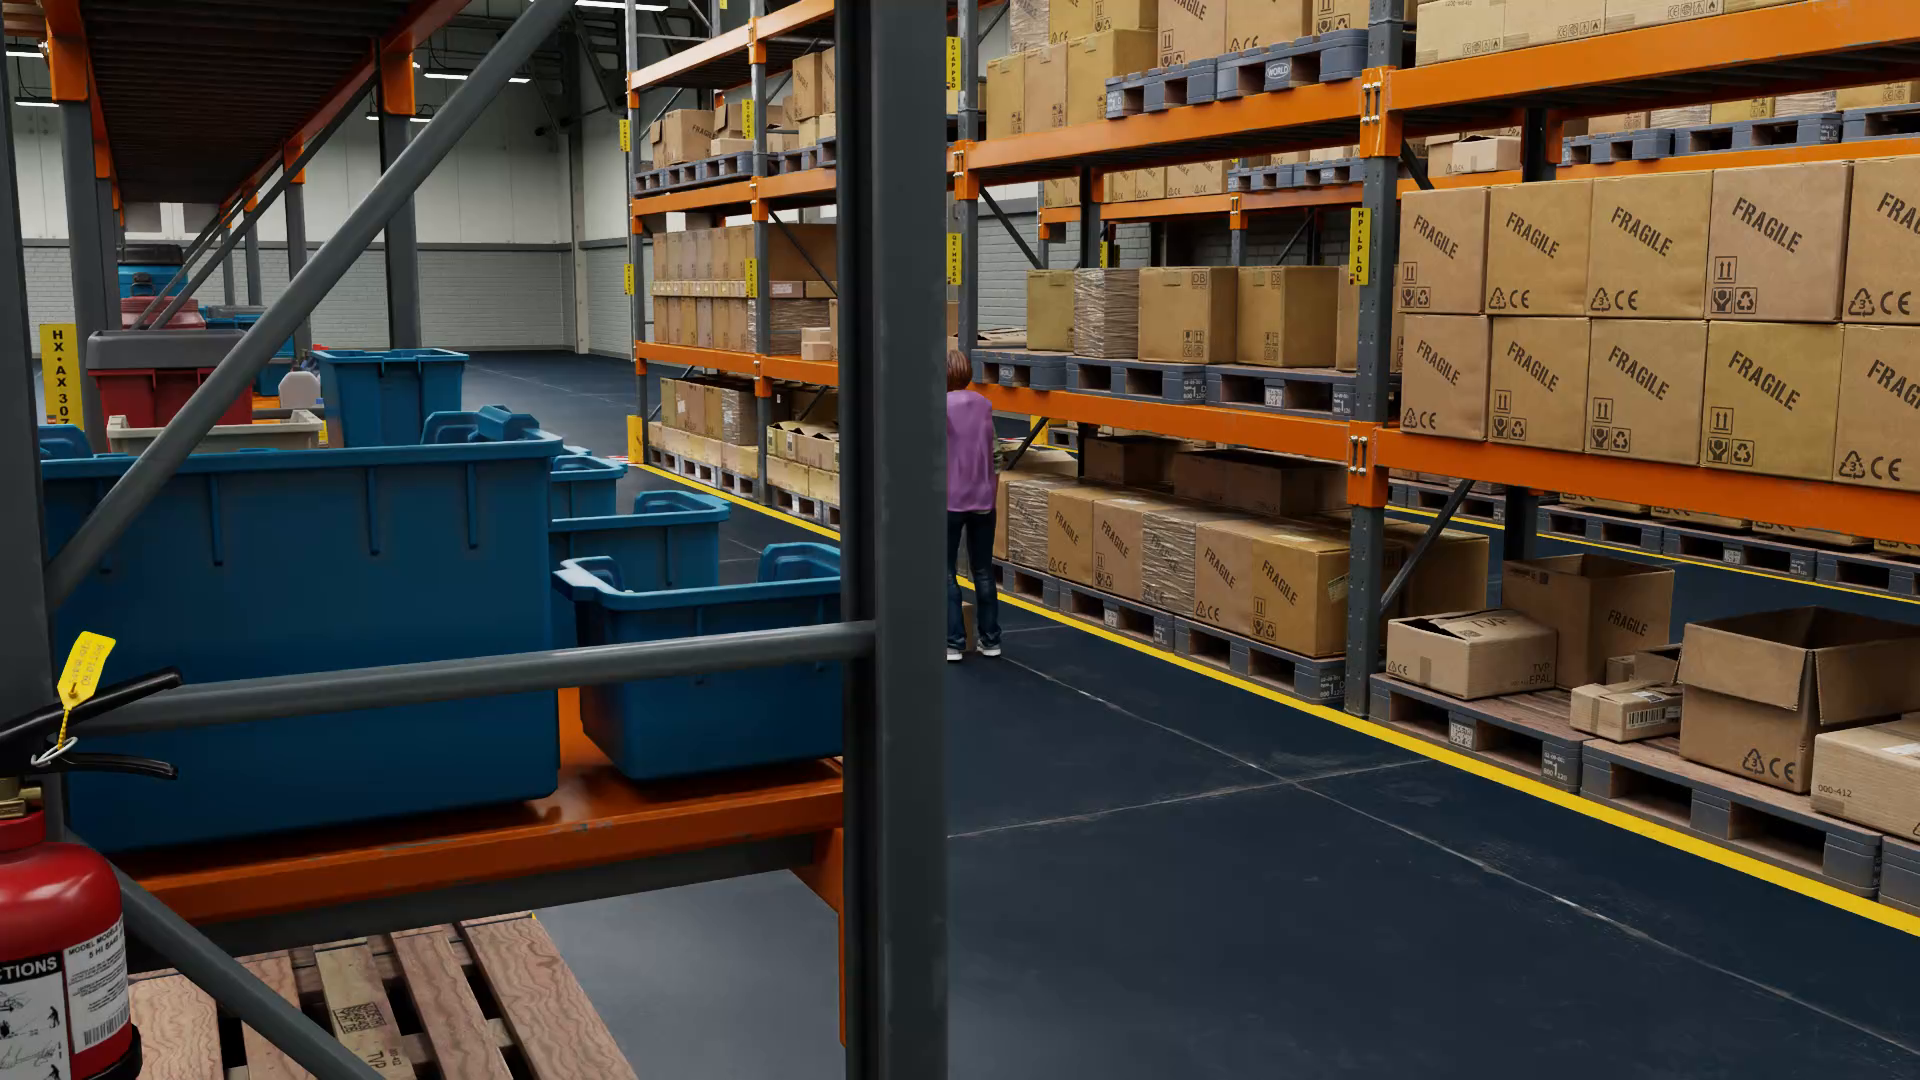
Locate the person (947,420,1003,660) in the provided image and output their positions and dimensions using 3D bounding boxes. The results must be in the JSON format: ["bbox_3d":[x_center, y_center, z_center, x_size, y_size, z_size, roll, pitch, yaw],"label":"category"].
[{"bbox_3d":[0.006,-0.057,8.552,0.484,1.352,0.322,-5,10,-29],"label":"person"}]
